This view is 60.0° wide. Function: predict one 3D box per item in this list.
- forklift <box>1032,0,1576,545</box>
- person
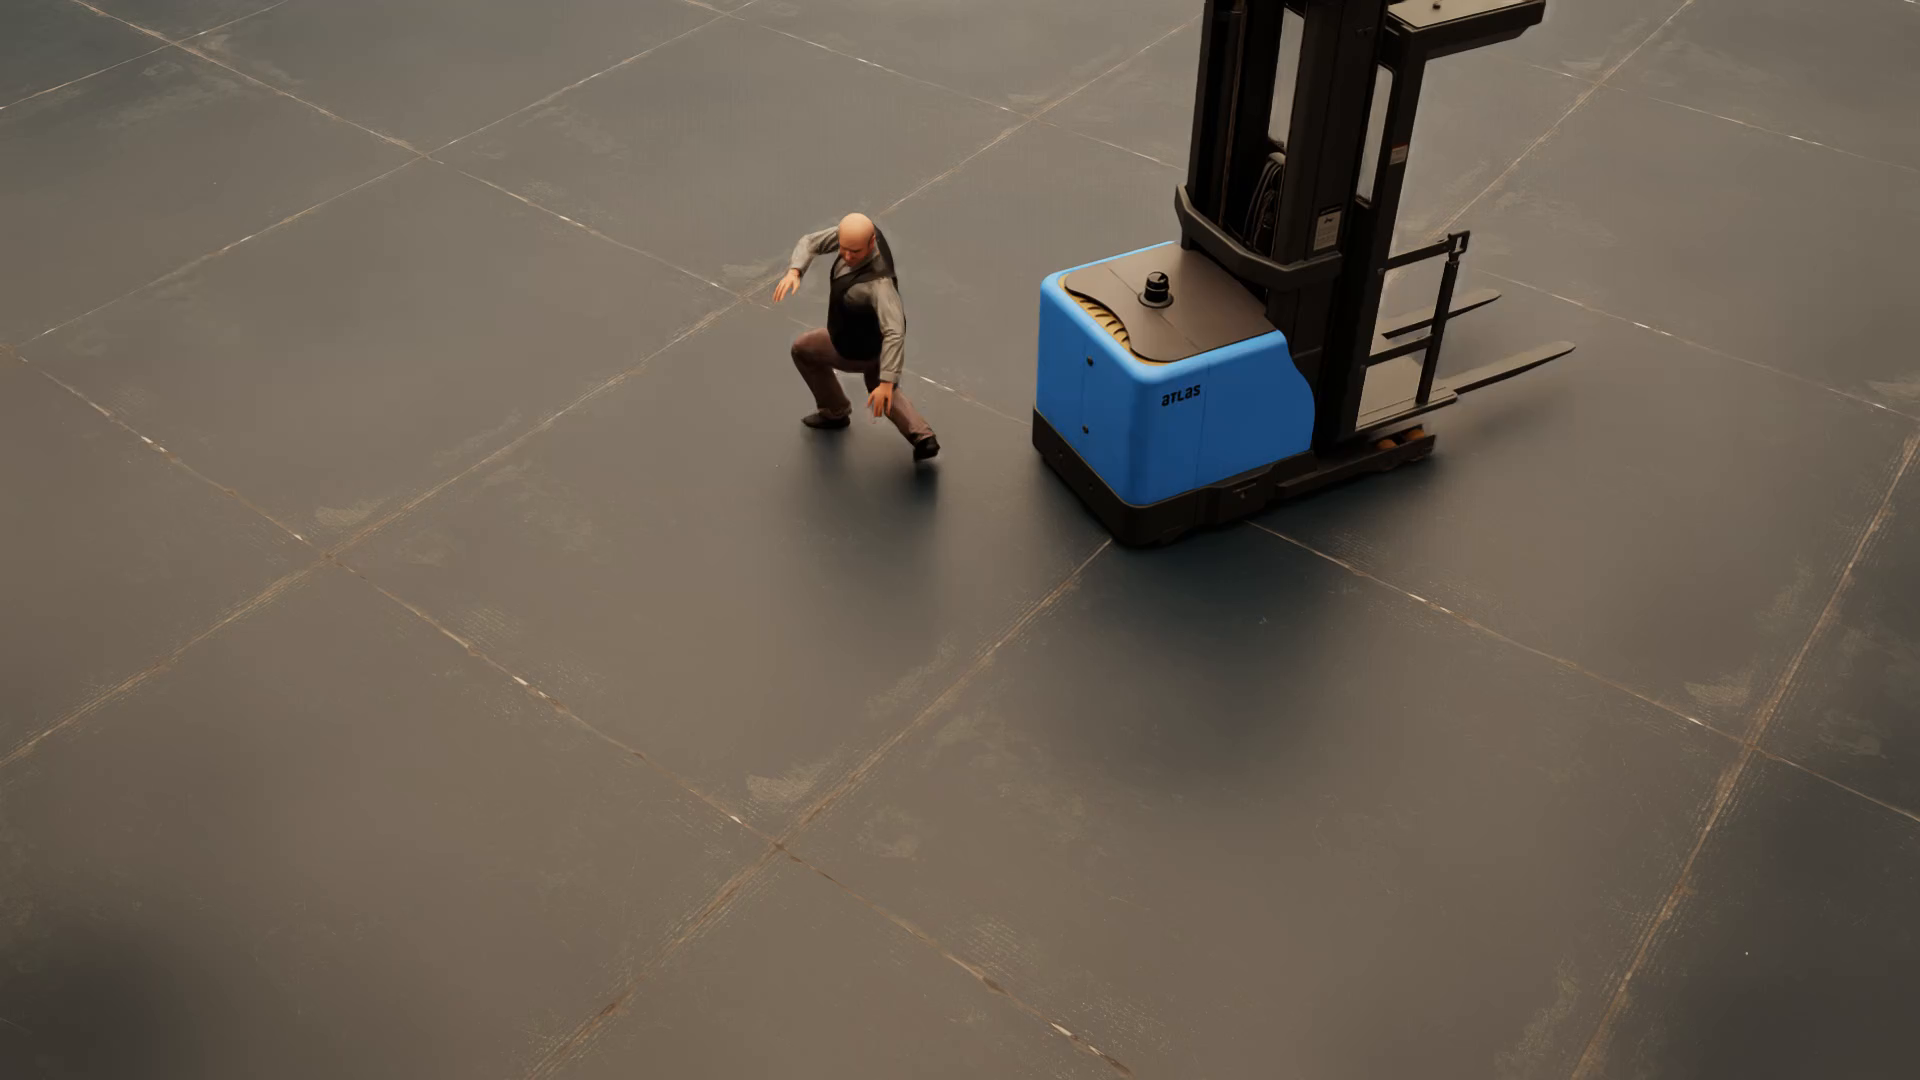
[{"bbox_3d":[1.932,-1.764,8.143,3.031,2.935,1.130,-19,44,-20],"label":"forklift"},{"bbox_3d":[-0.526,-0.990,8.418,0.956,1.490,0.730,19,44,21],"label":"person"}]
